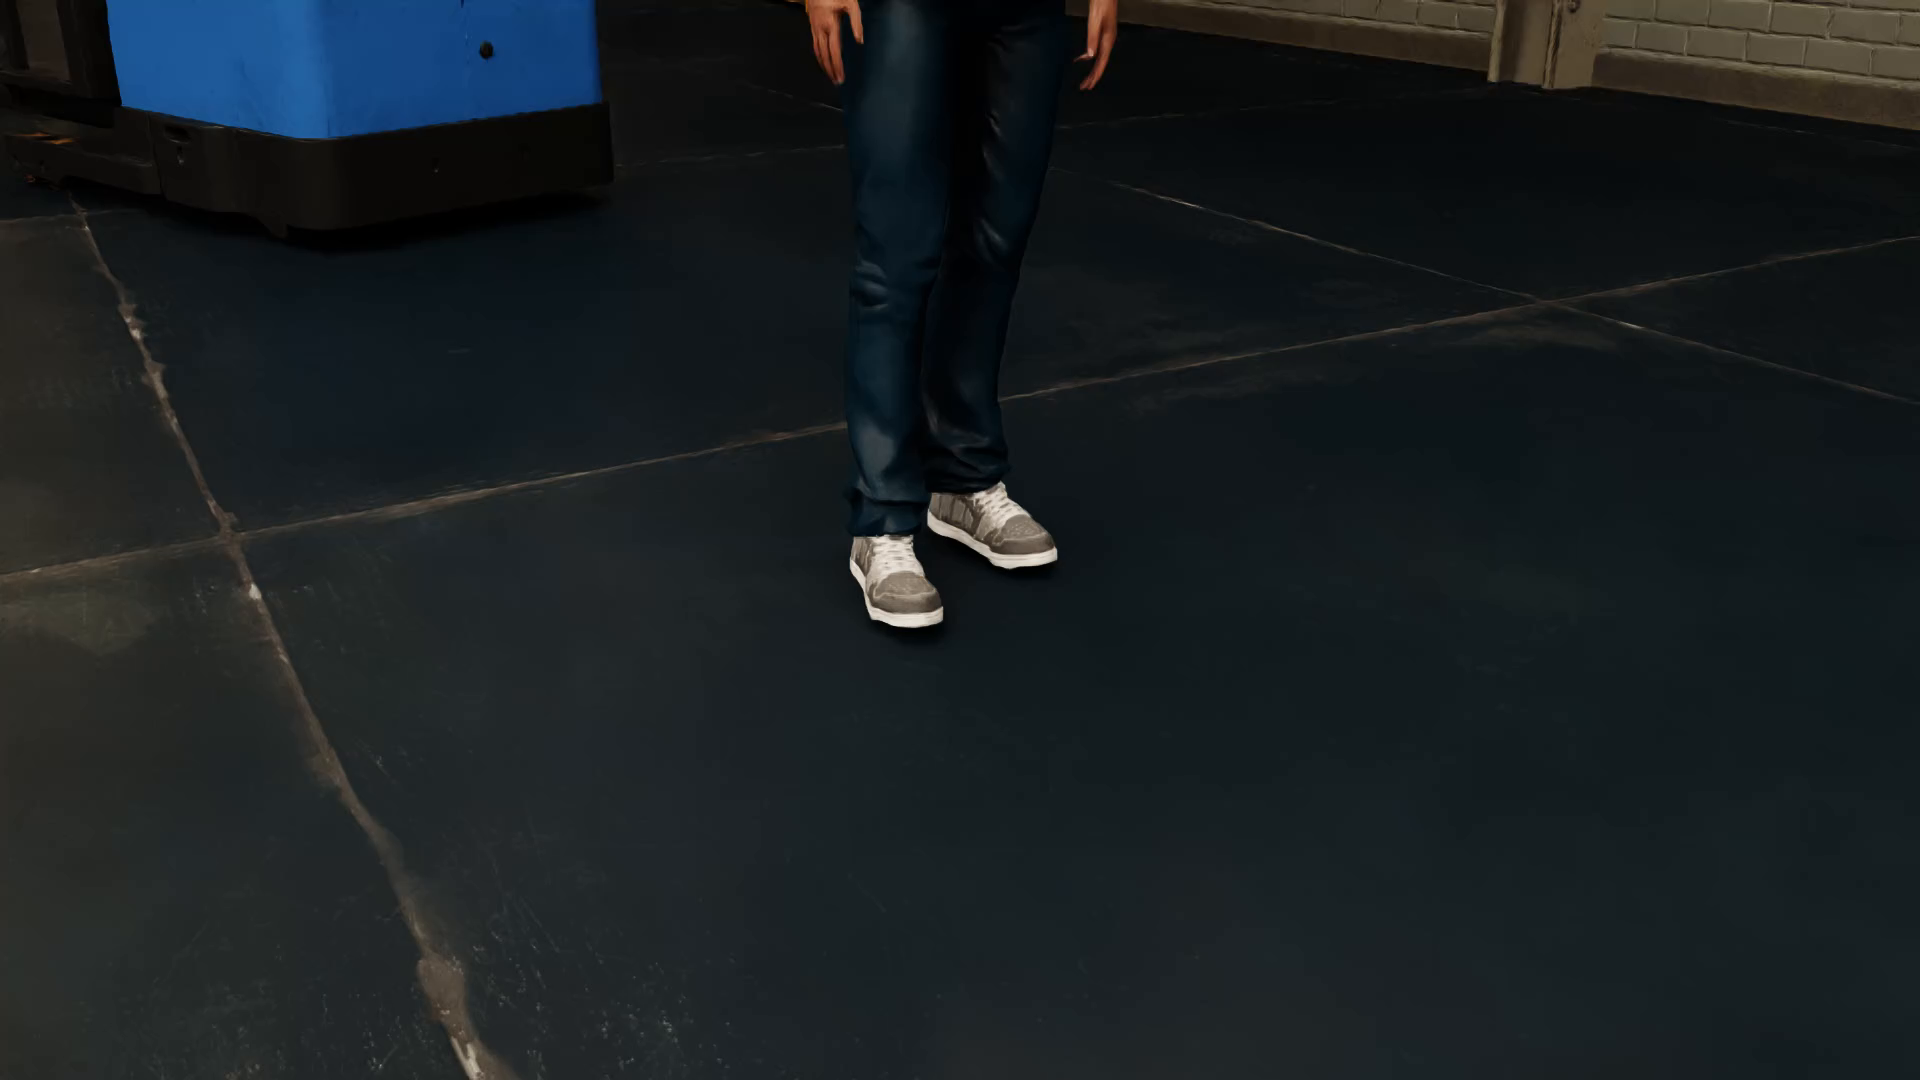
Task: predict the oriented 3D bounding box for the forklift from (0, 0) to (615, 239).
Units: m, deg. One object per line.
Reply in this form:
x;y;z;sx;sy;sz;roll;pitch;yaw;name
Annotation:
-2.530;-2.627;5.176;3.031;2.935;1.130;18;28;36;forklift

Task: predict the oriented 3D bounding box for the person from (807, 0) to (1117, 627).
0.025;-0.716;2.264;0.520;1.591;0.474;-12;25;-28;person
